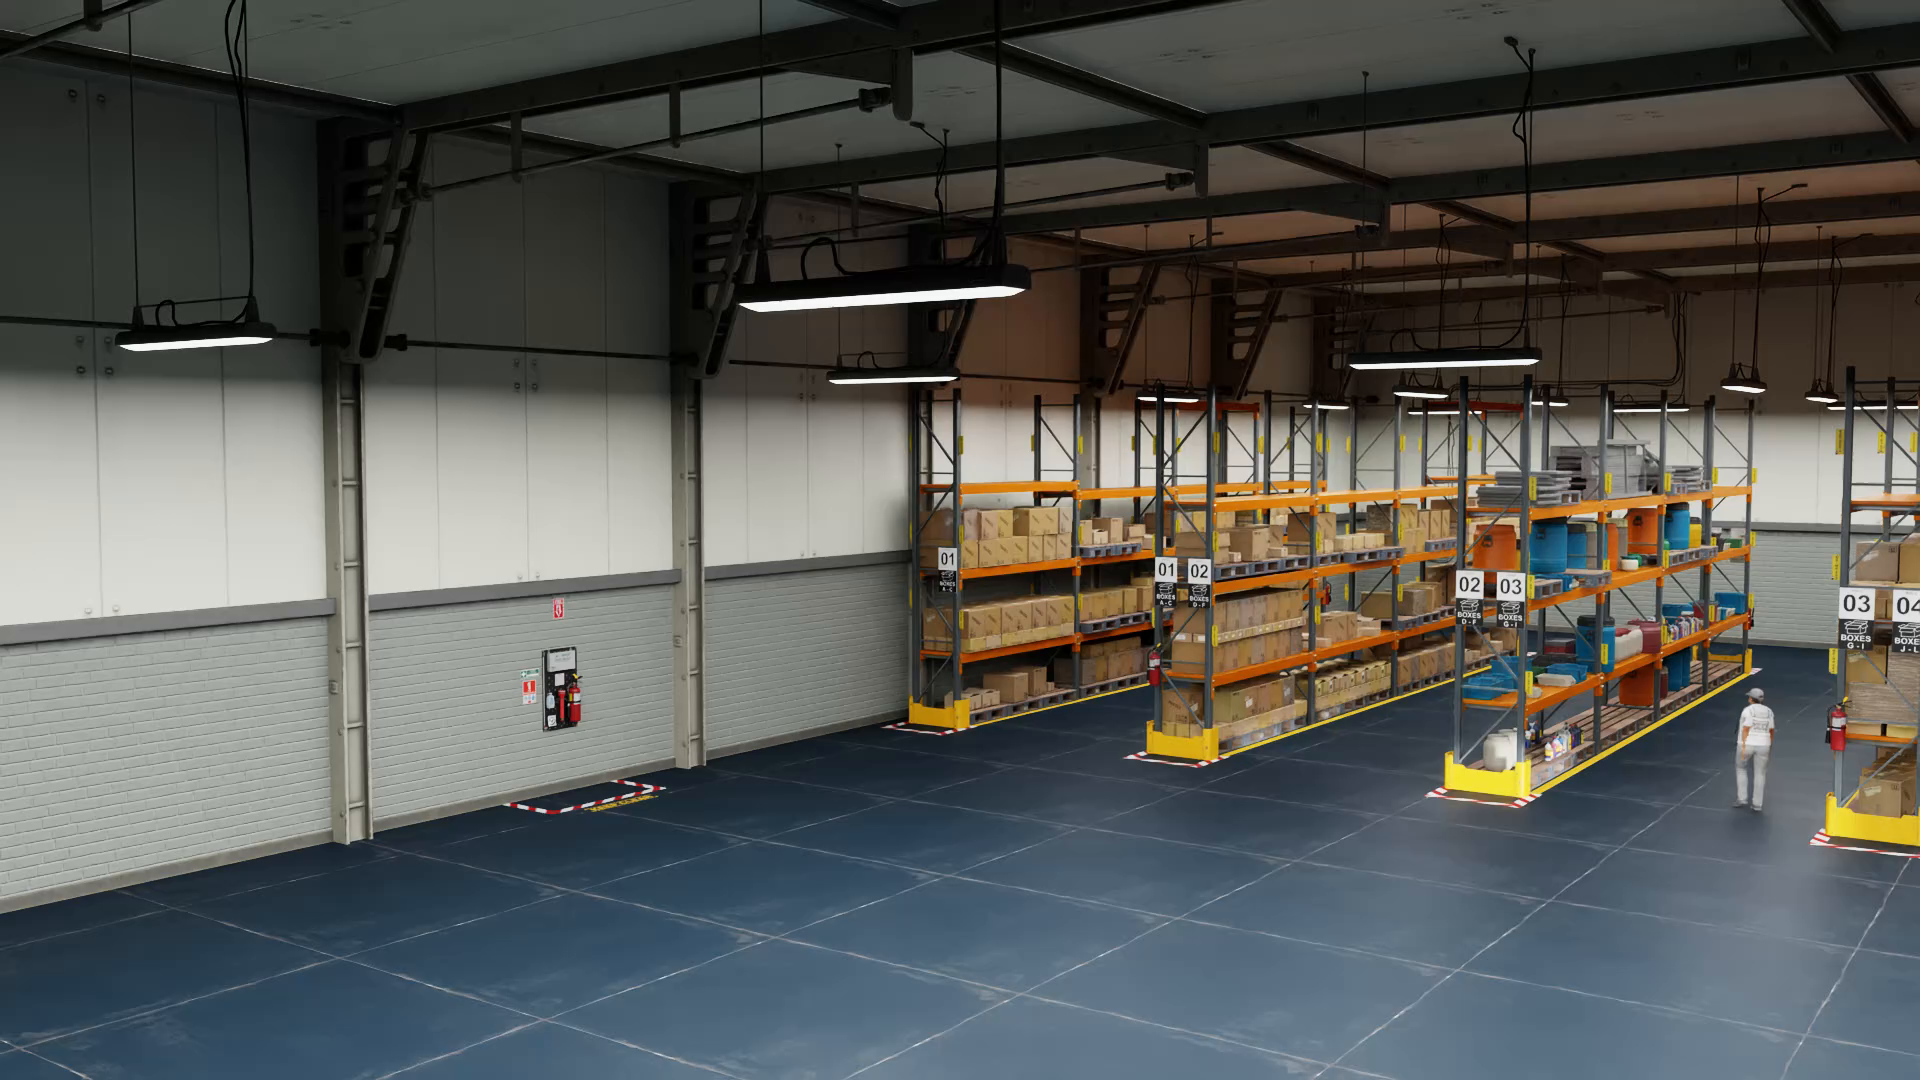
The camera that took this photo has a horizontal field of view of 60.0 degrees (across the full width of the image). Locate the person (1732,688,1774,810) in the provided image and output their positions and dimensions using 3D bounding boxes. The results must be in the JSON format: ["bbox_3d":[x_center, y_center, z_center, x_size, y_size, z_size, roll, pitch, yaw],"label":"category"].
[{"bbox_3d":[10.921,2.898,22.844,0.503,1.705,0.573,1,3,17],"label":"person"}]
